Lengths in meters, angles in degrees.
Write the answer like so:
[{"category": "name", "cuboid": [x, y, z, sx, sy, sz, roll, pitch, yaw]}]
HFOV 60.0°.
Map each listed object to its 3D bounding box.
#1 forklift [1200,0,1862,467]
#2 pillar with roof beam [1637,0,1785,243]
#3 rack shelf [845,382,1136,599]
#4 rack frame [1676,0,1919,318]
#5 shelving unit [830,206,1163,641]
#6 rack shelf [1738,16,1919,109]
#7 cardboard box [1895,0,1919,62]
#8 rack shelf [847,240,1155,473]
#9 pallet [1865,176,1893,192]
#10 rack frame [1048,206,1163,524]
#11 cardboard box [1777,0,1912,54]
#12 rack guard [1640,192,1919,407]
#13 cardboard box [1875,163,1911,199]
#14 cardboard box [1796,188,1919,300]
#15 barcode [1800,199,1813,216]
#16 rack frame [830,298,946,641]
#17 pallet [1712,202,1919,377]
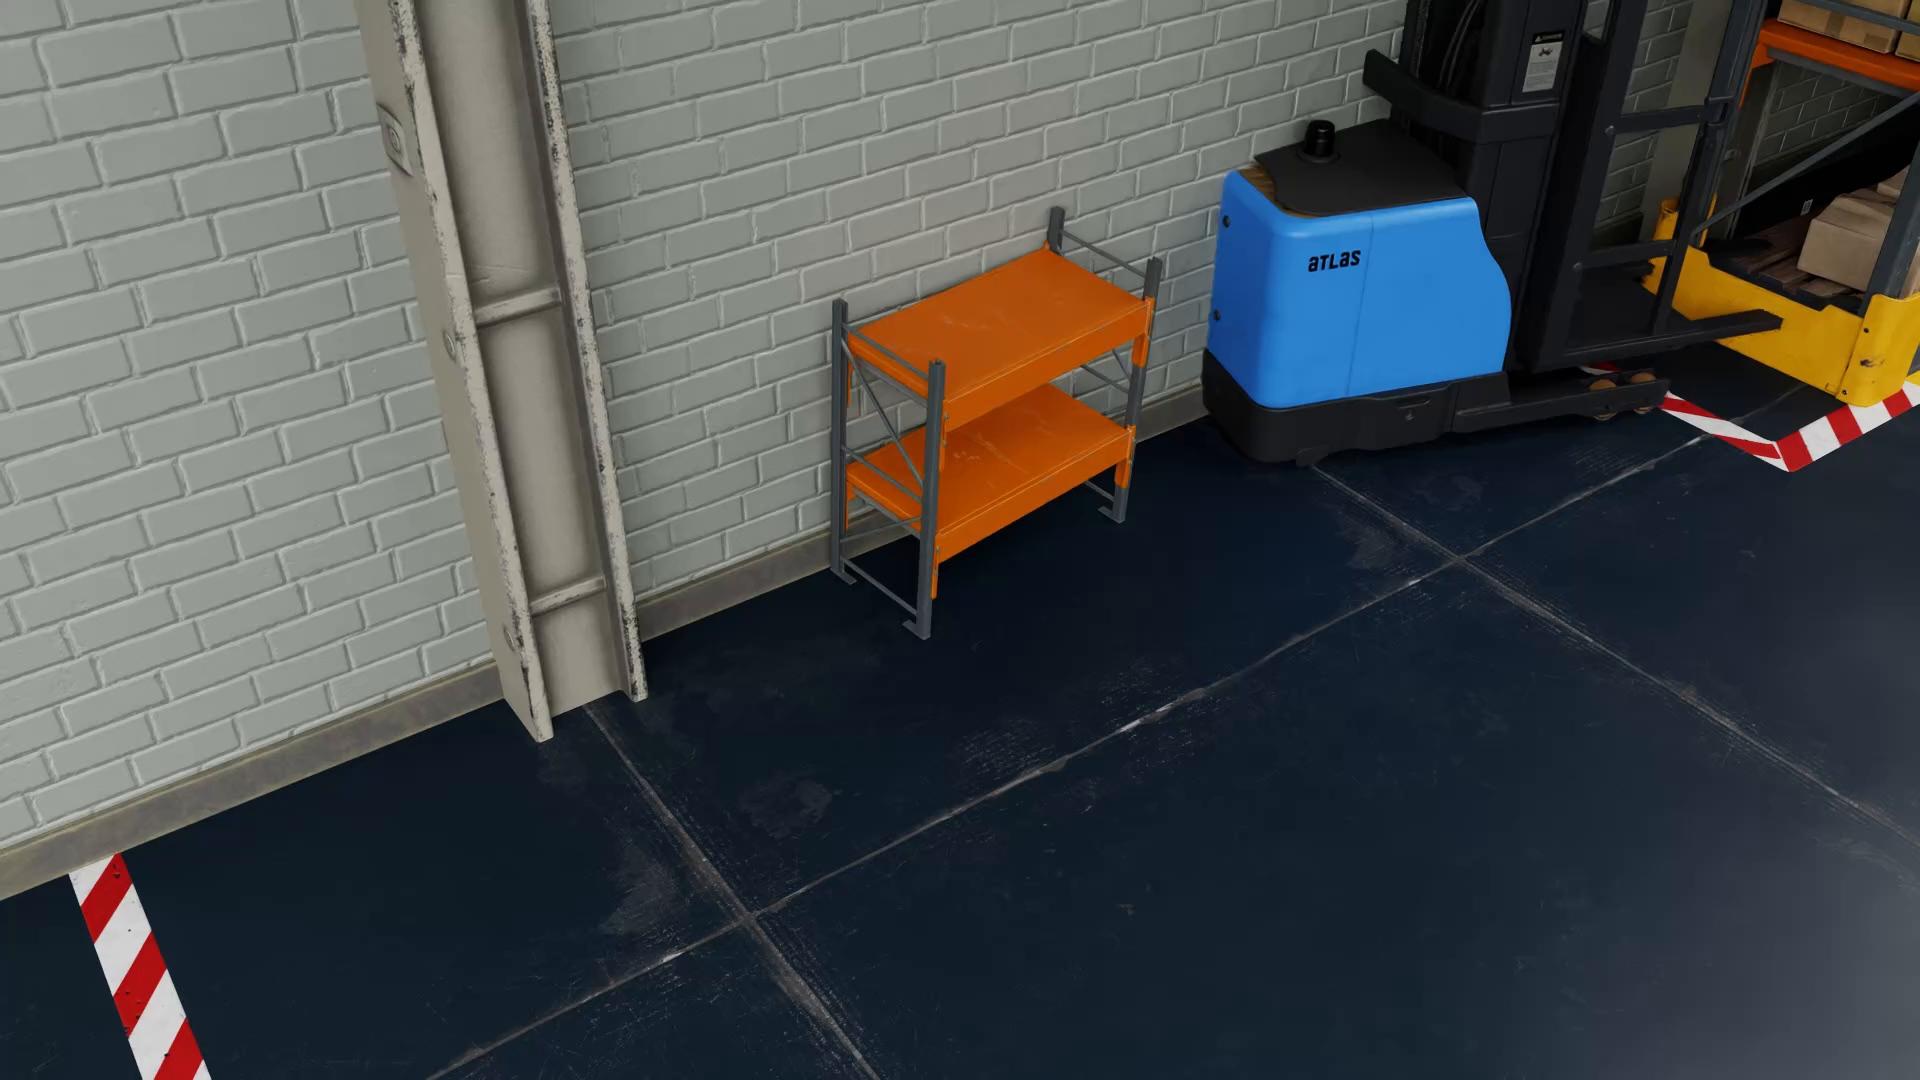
[{"category": "forklift", "cuboid": [2.448, -1.975, 6.486, 3.031, 2.935, 1.130, -10, 37, -14]}, {"category": "pillar with roof beam", "cuboid": [6.102, -3.104, 2.859, 0.400, 9.000, 9.100, -22, 41, -28]}, {"category": "rack shelf", "cuboid": [0.096, -0.230, 5.993, 1.000, 0.278, 0.538, -29, 49, -34]}, {"category": "rack frame", "cuboid": [3.548, -2.075, 6.566, 0.127, 3.000, 1.000, -22, 41, -28]}, {"category": "shelving unit", "cuboid": [0.110, -0.420, 5.840, 1.048, 1.125, 0.538, -29, 49, -34]}, {"category": "rack shelf", "cuboid": [5.183, -2.456, 7.711, 4.000, 0.370, 1.077, -22, 41, -28]}, {"category": "cardboard box", "cuboid": [4.130, -2.035, 6.622, 0.500, 0.250, 0.500, -24, 42, -29]}, {"category": "rack shelf", "cuboid": [0.126, -0.648, 5.657, 1.000, 0.278, 0.538, -29, 49, -34]}, {"category": "pallet", "cuboid": [5.291, -1.633, 8.339, 1.213, 0.211, 1.003, -22, 41, -28]}, {"category": "rack frame", "cuboid": [0.476, -0.625, 6.127, 0.032, 1.125, 0.500, -29, 49, -34]}, {"category": "cardboard box", "cuboid": [3.819, -2.272, 6.951, 0.500, 0.250, 0.500, -22, 41, -27]}, {"category": "rack guard", "cuboid": [3.610, -1.086, 7.331, 0.348, 0.500, 1.175, -22, 41, -28]}, {"category": "cardboard box", "cuboid": [4.632, -1.544, 7.753, 0.500, 0.311, 0.500, -19, 40, -24]}, {"category": "cardboard box", "cuboid": [4.166, -1.352, 7.487, 0.500, 0.311, 0.500, -28, 44, -33]}, {"category": "barcode", "cuboid": [3.950, -1.552, 7.758, 0.075, 0.075, 0.001, -22, 41, -28]}, {"category": "rack frame", "cuboid": [-0.257, -0.215, 5.553, 0.032, 1.125, 0.500, -29, 49, -34]}, {"category": "pallet", "cuboid": [4.295, -1.225, 7.772, 1.213, 0.211, 1.003, -22, 41, -28]}]
